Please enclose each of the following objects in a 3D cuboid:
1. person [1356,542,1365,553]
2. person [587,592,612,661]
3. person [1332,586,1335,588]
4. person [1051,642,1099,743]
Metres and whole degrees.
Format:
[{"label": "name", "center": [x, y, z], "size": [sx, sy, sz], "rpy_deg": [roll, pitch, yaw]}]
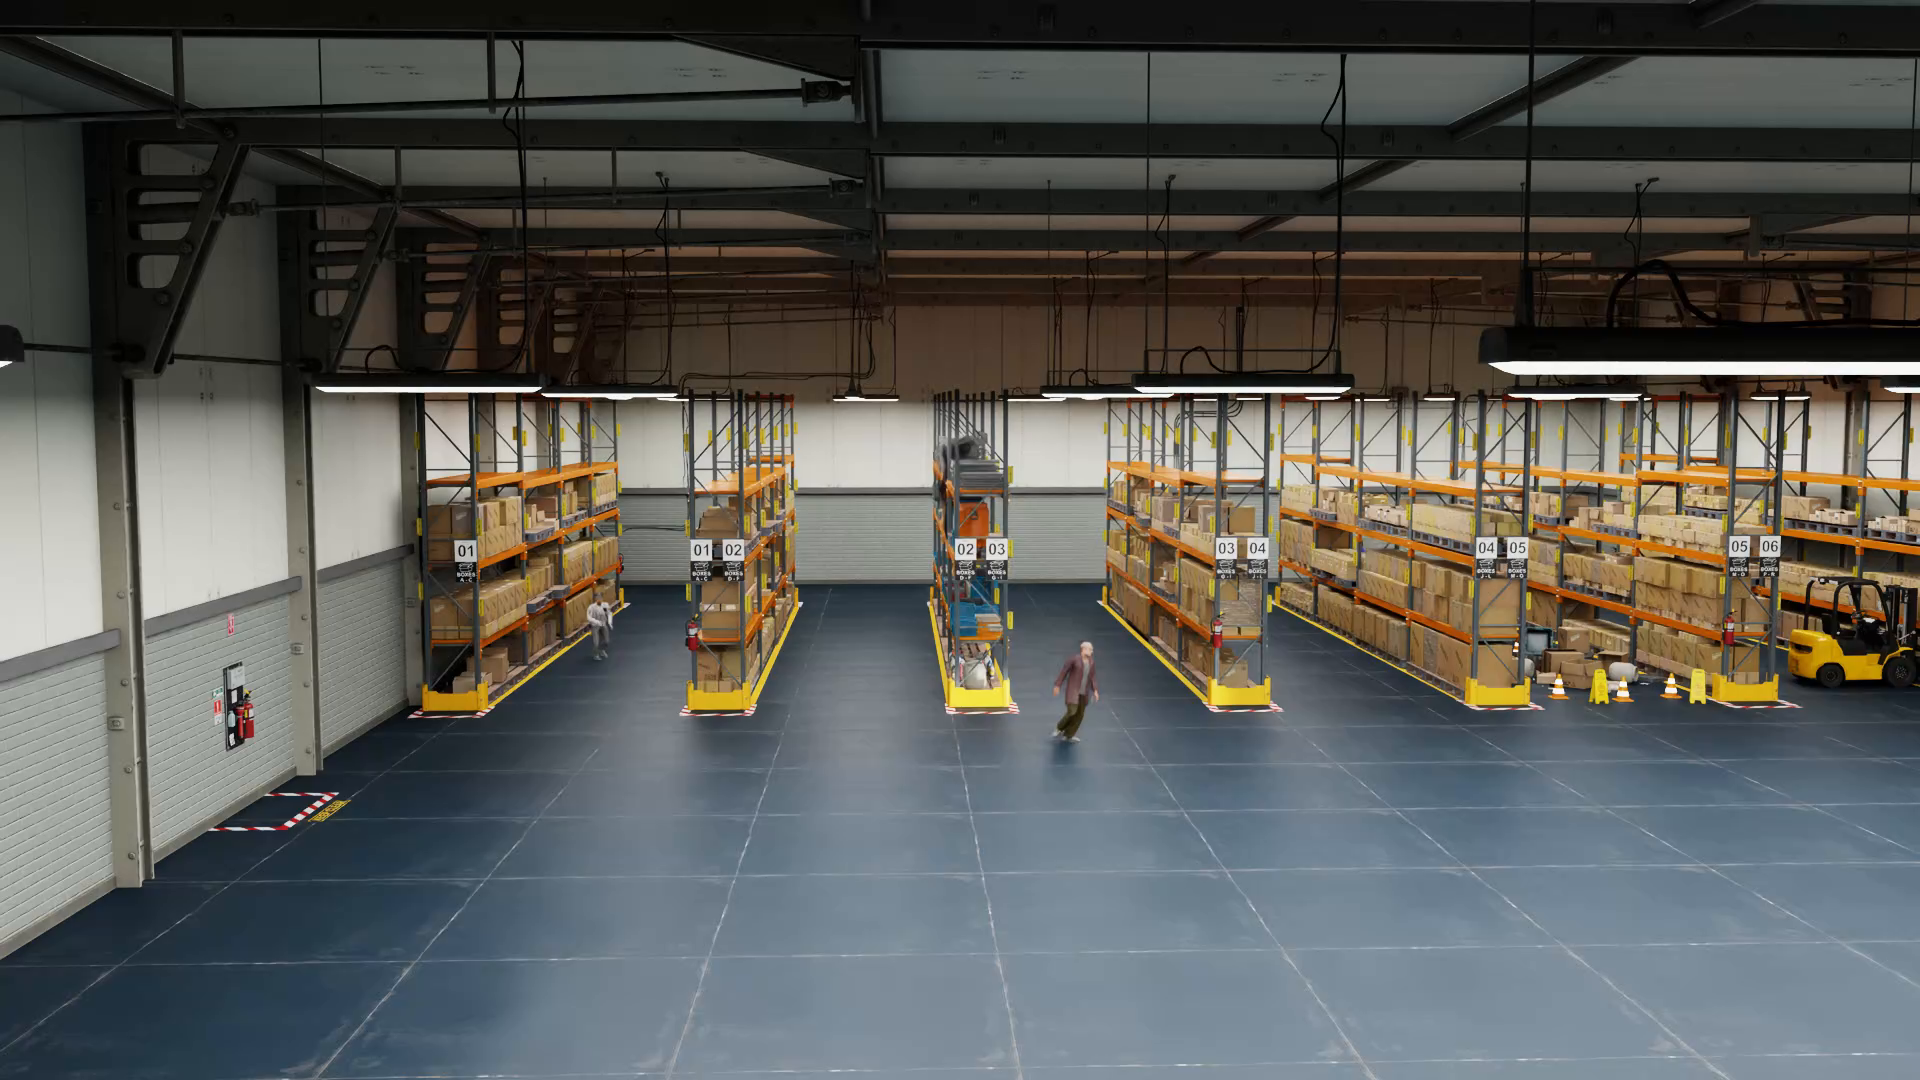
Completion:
[{"label": "person", "center": [12.026, 0.819, 49.952], "size": [0.858, 1.634, 0.582], "rpy_deg": [-1, 5, -16]}, {"label": "person", "center": [-8.010, 1.926, 37.000], "size": [0.604, 1.575, 0.679], "rpy_deg": [-2, 5, -27]}, {"label": "person", "center": [11.121, 0.890, 49.309], "size": [0.540, 1.625, 0.705], "rpy_deg": [-2, 5, -24]}, {"label": "person", "center": [1.934, 2.567, 28.143], "size": [0.750, 1.733, 0.573], "rpy_deg": [-3, 6, -35]}]
